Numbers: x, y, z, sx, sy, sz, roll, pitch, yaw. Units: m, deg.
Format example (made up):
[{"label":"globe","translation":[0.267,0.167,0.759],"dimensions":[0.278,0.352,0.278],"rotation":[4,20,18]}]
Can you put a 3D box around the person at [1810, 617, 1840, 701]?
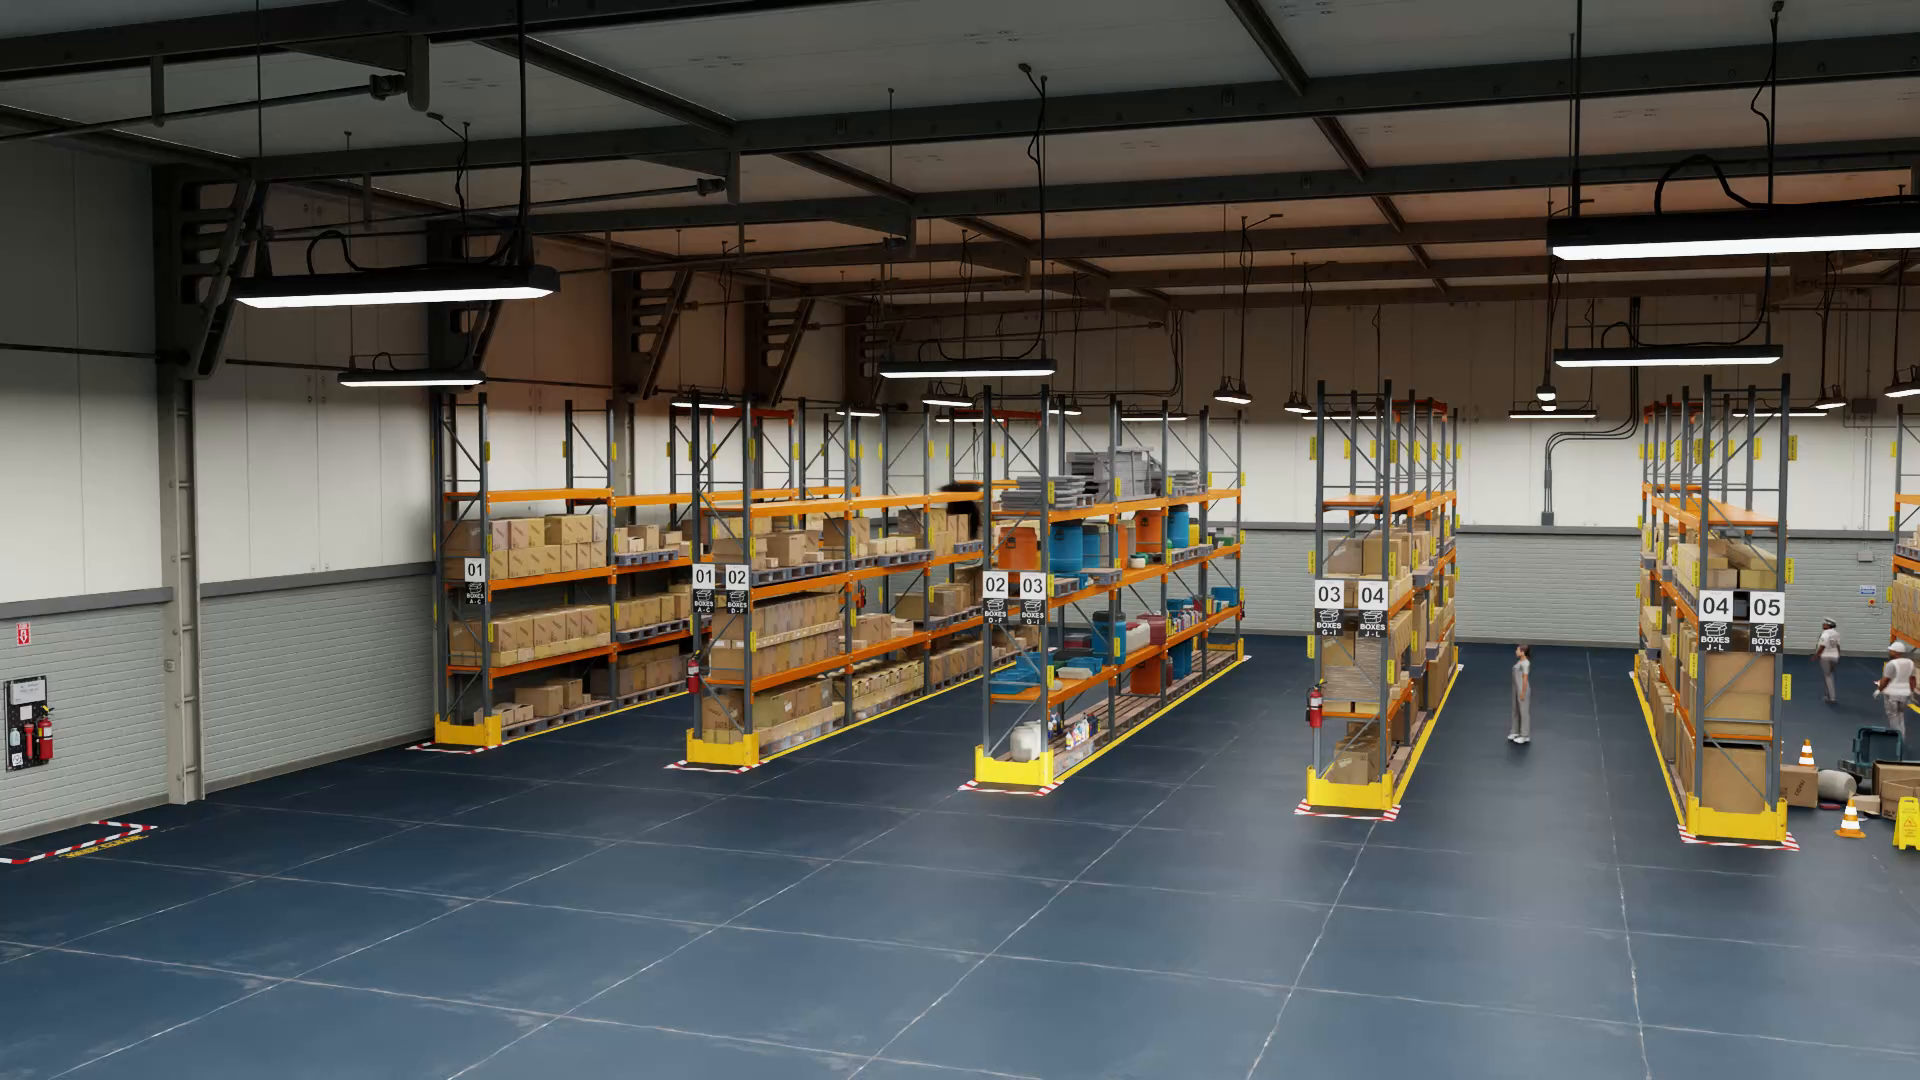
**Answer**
[{"label":"person","translation":[17.327,2.393,33.228],"dimensions":[0.529,1.713,0.660],"rotation":[0,3,-4]}]

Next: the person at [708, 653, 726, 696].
[{"label":"person","translation":[-4.339,2.567,29.933],"dimensions":[0.396,1.693,0.492],"rotation":[1,3,23]}]

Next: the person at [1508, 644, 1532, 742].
[{"label":"person","translation":[9.678,2.630,28.711],"dimensions":[0.370,1.676,0.478],"rotation":[0,3,-8]}]

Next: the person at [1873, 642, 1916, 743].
[{"label":"person","translation":[15.728,2.621,27.951],"dimensions":[0.630,1.824,0.596],"rotation":[0,3,6]}]
